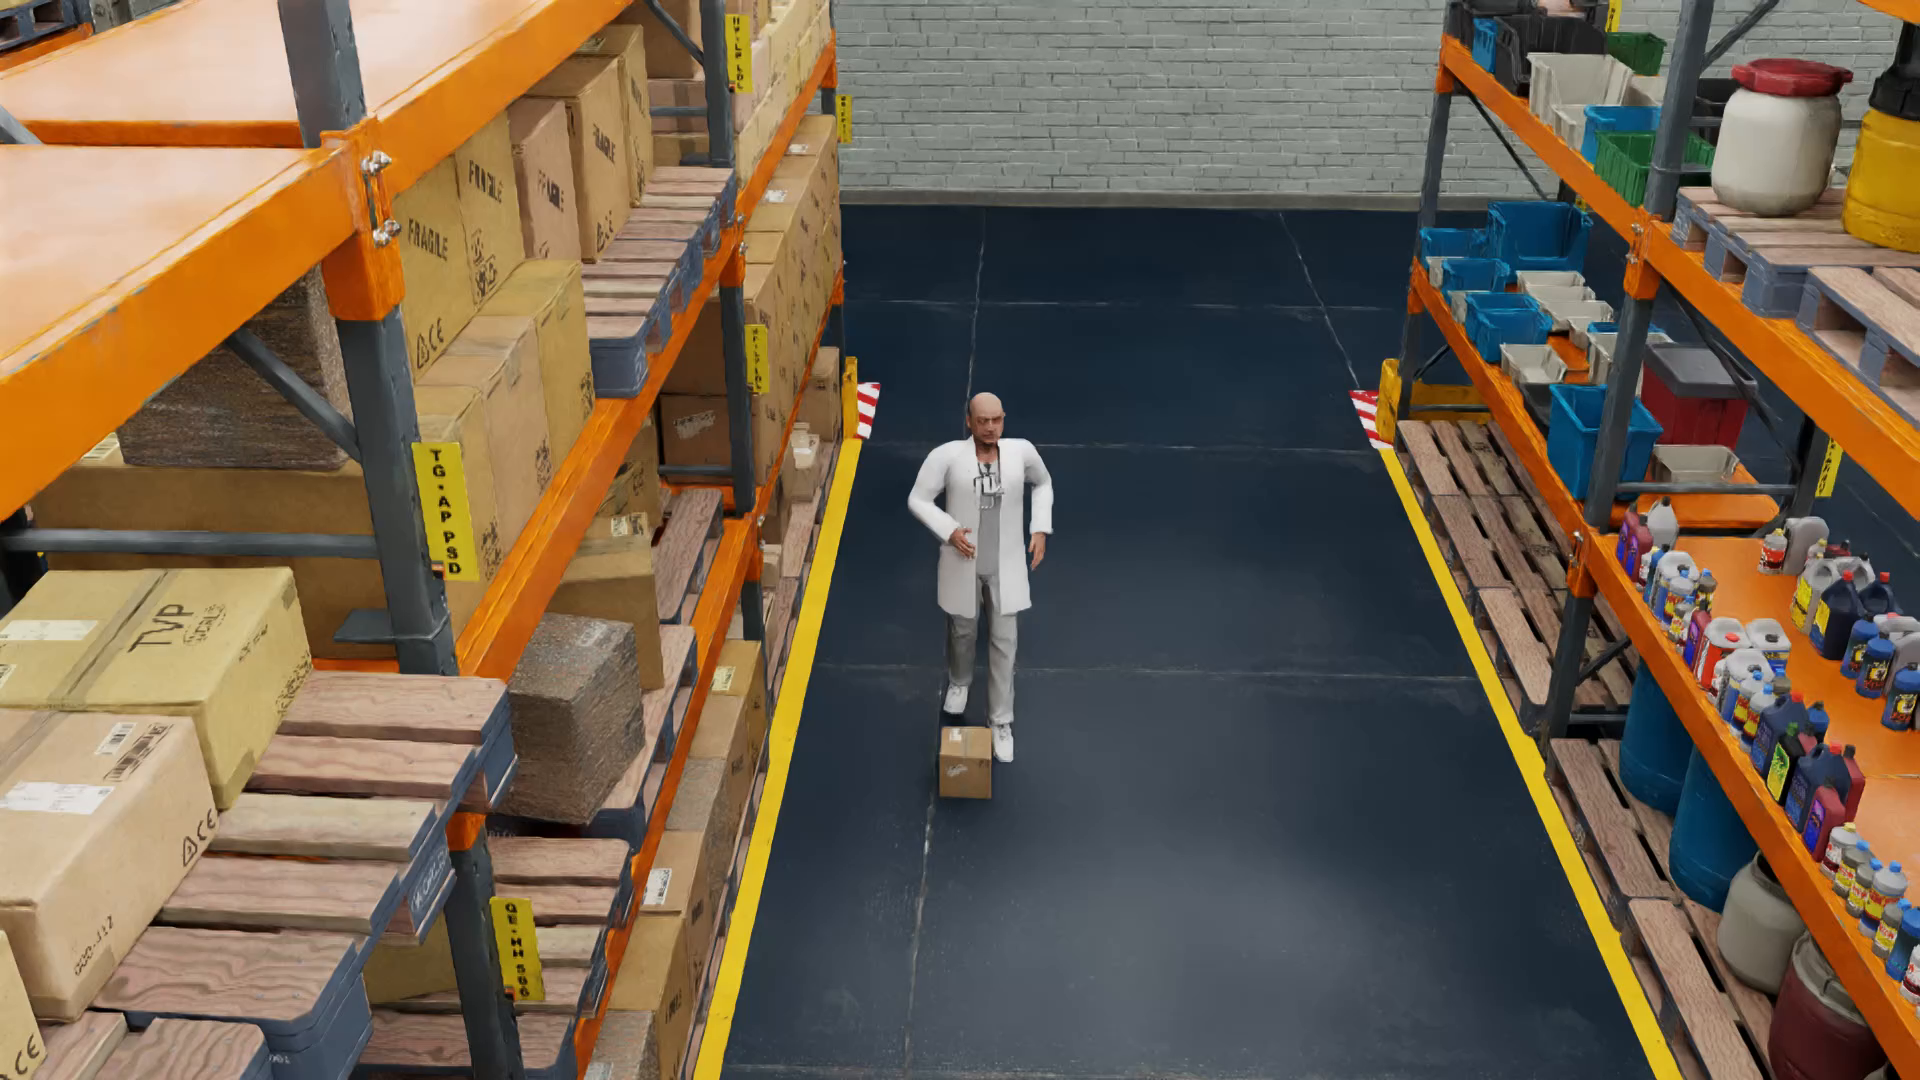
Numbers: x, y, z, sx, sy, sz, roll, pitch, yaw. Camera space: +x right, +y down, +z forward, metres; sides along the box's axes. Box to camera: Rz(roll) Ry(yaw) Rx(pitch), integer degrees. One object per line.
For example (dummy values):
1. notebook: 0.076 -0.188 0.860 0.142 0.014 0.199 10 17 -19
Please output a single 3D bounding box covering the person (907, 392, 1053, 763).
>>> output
1. person: 0.135 0.169 8.329 0.760 1.791 0.787 -4 28 -7
